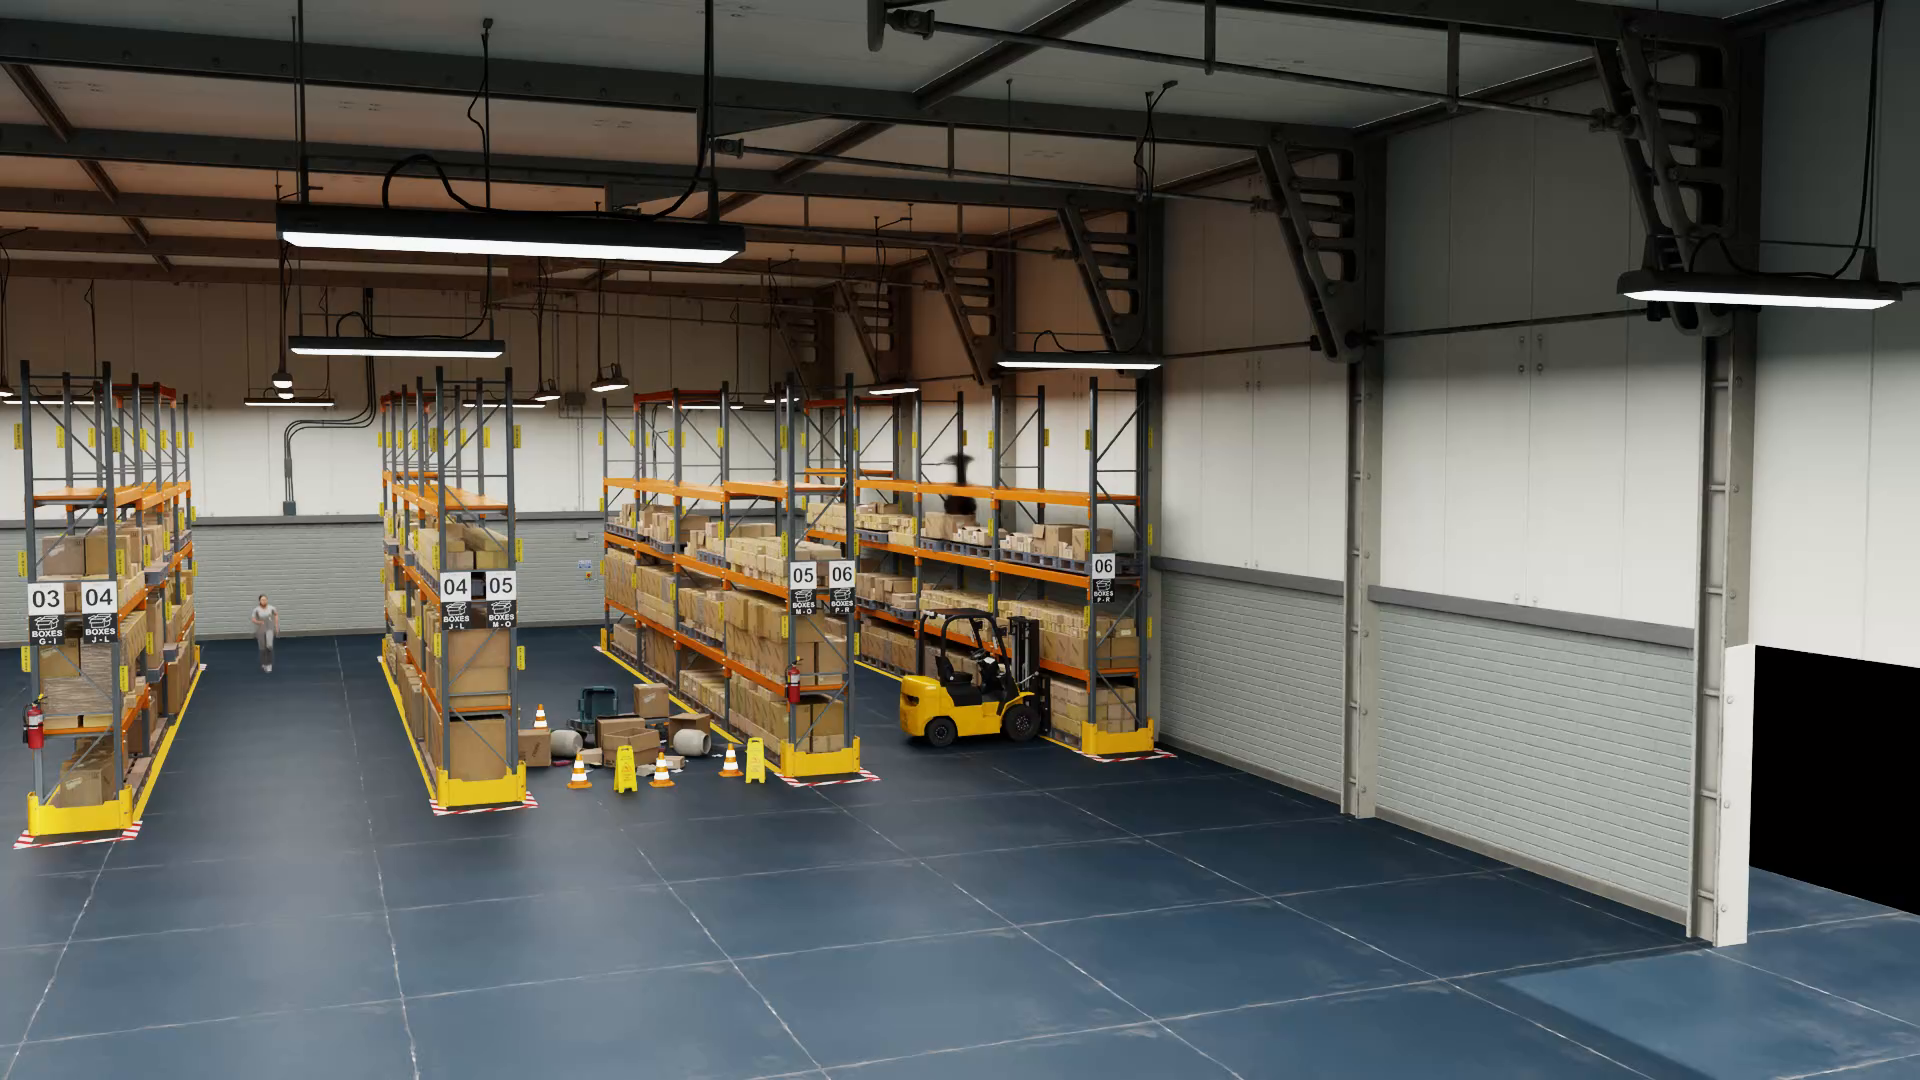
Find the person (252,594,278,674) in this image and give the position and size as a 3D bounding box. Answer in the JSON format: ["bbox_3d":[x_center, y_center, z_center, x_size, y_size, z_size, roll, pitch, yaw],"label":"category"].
[{"bbox_3d":[-14.971,2.015,35.832,0.513,1.713,0.821,-1,4,-21],"label":"person"}]
